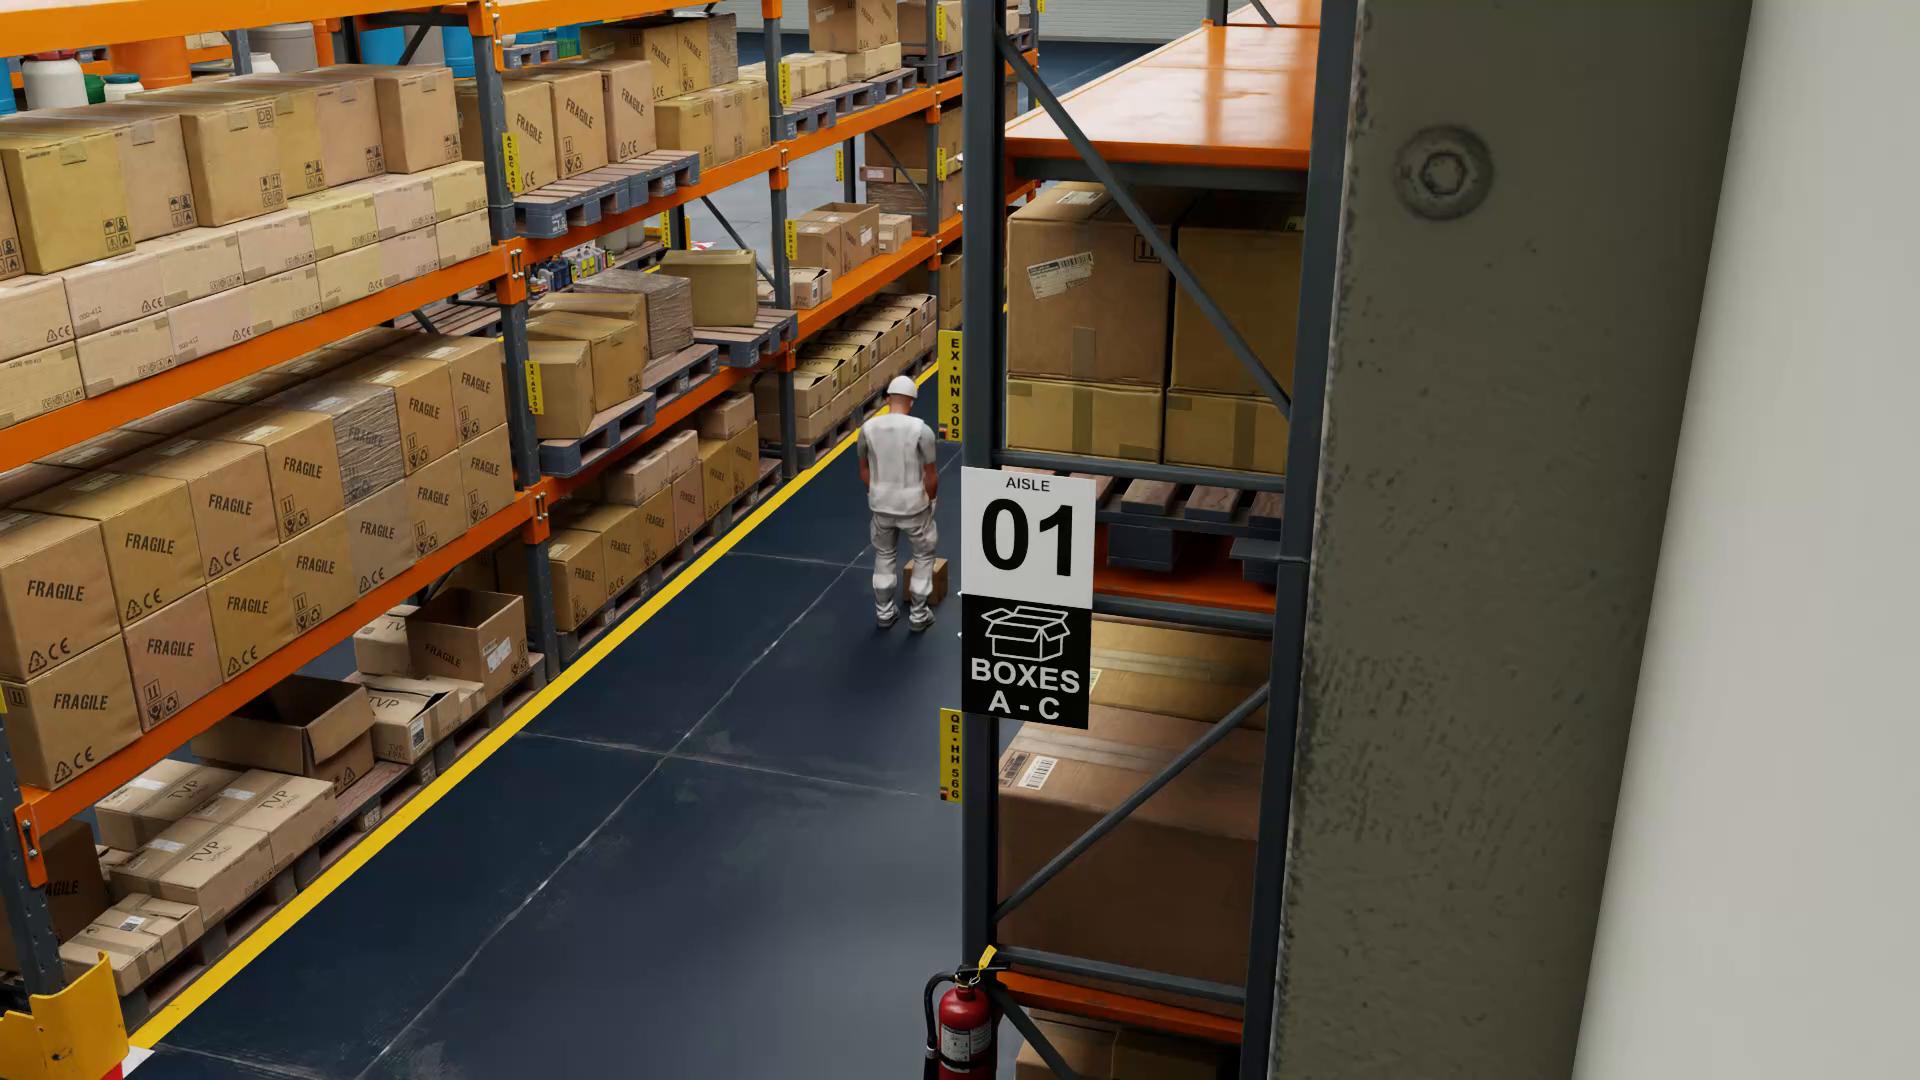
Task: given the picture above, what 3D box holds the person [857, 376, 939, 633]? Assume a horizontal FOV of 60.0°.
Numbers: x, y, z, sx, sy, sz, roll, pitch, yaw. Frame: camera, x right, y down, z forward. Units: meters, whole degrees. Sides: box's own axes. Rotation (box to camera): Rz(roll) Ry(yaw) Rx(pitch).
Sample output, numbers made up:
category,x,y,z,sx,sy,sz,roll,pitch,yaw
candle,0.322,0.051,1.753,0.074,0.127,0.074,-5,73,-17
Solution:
category,x,y,z,sx,sy,sz,roll,pitch,yaw
person,-0.407,-0.241,11.143,0.547,1.724,0.477,7,23,17
